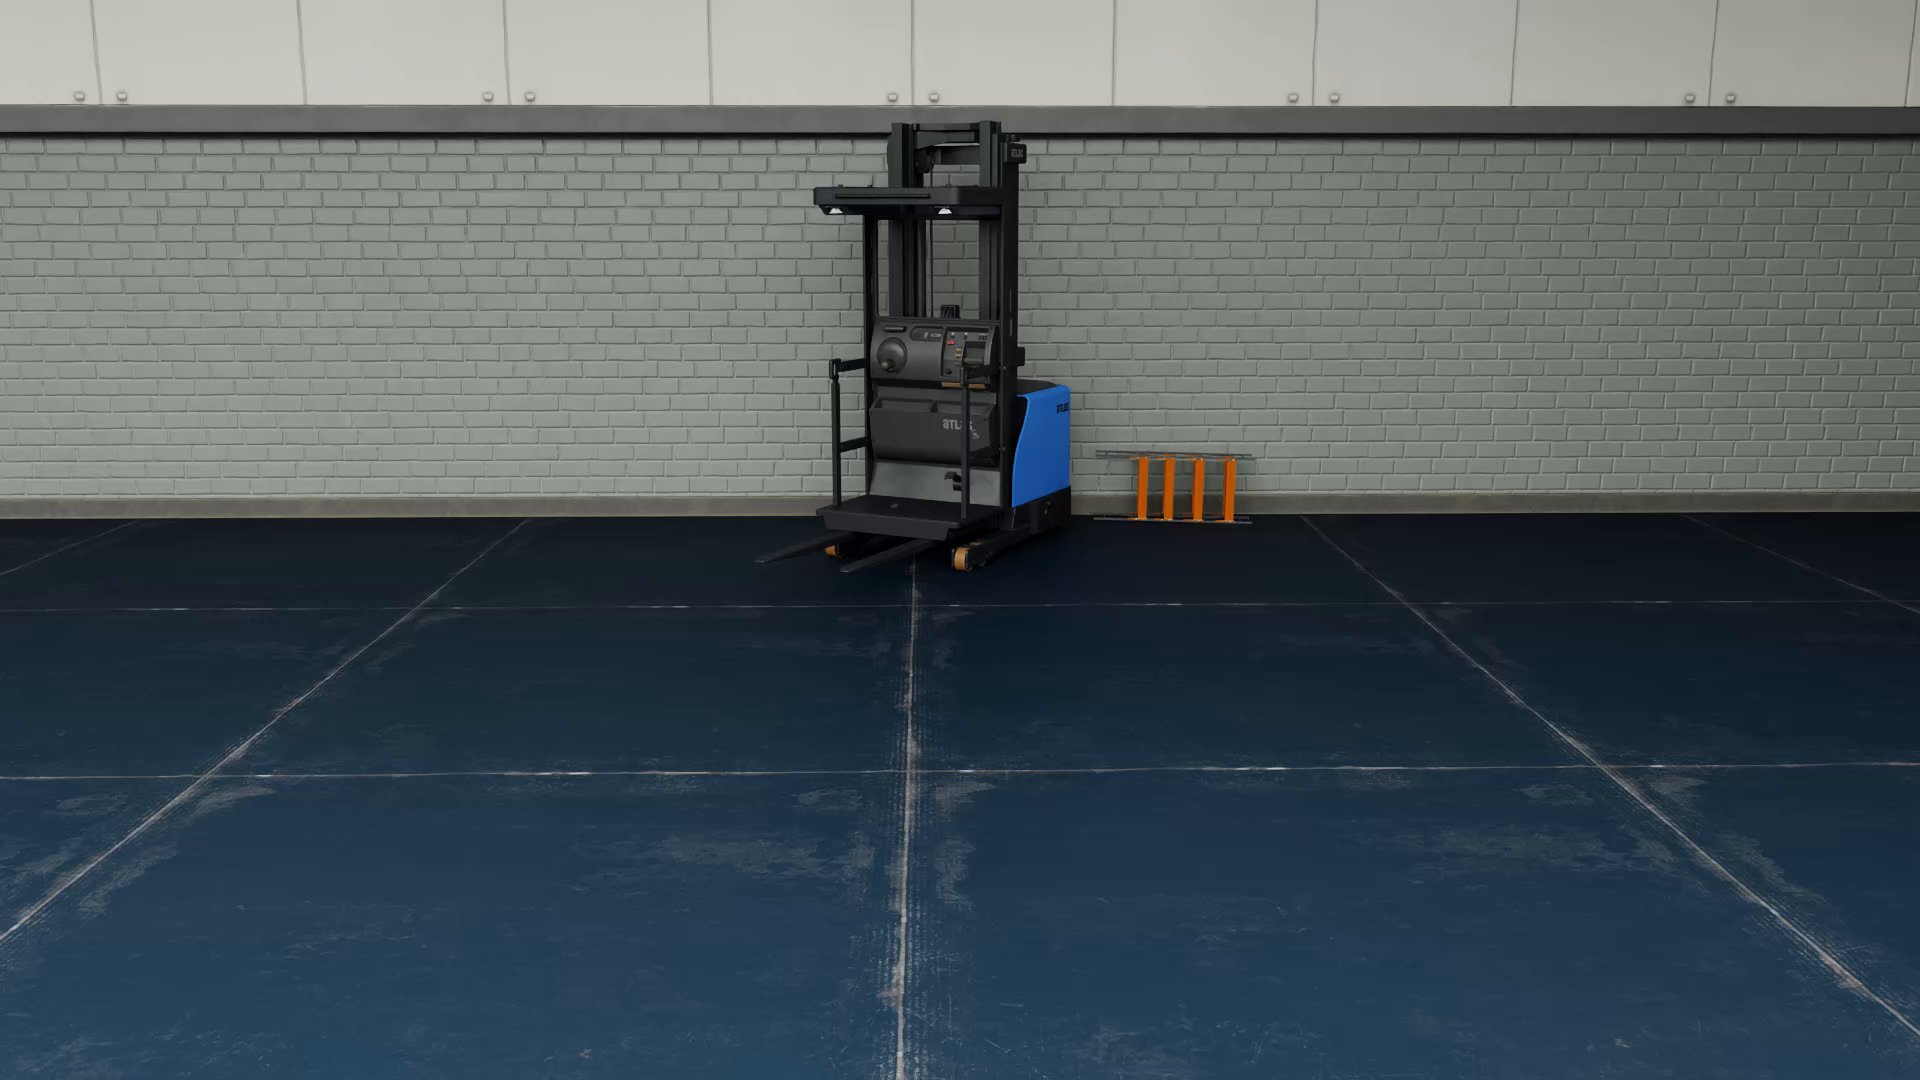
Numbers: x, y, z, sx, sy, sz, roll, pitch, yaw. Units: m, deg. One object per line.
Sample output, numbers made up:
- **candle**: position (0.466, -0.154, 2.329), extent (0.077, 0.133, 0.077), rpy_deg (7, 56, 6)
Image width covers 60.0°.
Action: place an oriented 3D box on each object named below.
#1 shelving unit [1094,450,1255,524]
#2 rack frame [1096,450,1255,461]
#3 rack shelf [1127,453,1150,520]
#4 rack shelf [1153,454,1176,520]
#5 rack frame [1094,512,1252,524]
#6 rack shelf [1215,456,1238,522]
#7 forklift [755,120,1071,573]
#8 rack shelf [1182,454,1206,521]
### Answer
- **shelving unit**: position (1.635, -0.408, 12.758), extent (1.200, 0.503, 0.258), rpy_deg (2, 12, 4)
- **rack frame**: position (1.639, -0.647, 12.709), extent (1.200, 0.015, 0.240), rpy_deg (2, 12, 4)
- **rack shelf**: position (1.370, -0.416, 12.775), extent (0.148, 0.480, 0.258), rpy_deg (2, 12, 4)
- **rack shelf**: position (1.568, -0.410, 12.762), extent (0.148, 0.480, 0.258), rpy_deg (2, 12, 4)
- **rack frame**: position (1.632, -0.169, 12.807), extent (1.200, 0.015, 0.240), rpy_deg (2, 12, 4)
- **rack shelf**: position (2.027, -0.397, 12.733), extent (0.148, 0.480, 0.258), rpy_deg (2, 12, 4)
- **forklift**: position (-0.285, -1.326, 11.222), extent (1.130, 2.935, 3.031), rpy_deg (6, 13, 26)
- **rack shelf**: position (1.791, -0.404, 12.748), extent (0.148, 0.480, 0.258), rpy_deg (2, 12, 4)
